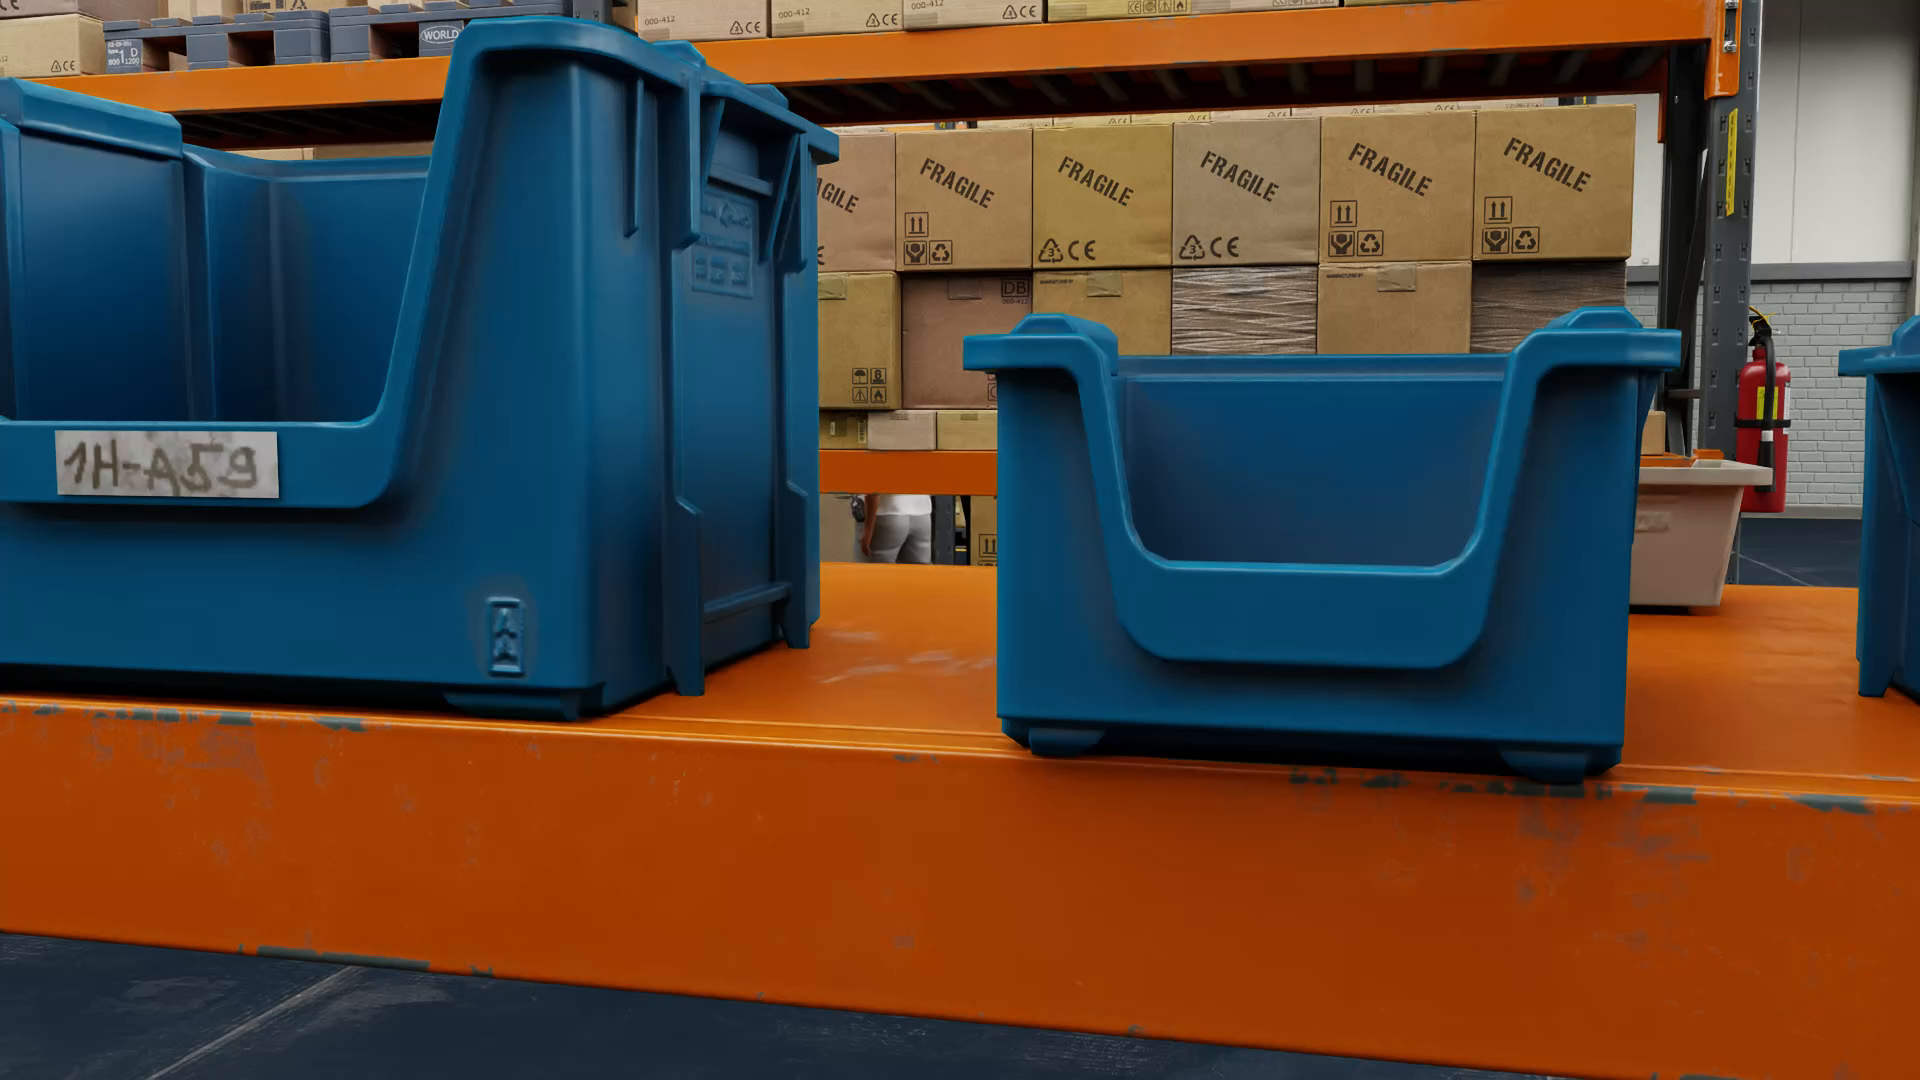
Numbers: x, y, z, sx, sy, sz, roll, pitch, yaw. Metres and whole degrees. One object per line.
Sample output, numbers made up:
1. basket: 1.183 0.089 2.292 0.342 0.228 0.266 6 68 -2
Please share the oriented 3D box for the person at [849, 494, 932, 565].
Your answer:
1. person: -0.320 -0.079 8.637 0.588 1.663 0.526 4 6 38
